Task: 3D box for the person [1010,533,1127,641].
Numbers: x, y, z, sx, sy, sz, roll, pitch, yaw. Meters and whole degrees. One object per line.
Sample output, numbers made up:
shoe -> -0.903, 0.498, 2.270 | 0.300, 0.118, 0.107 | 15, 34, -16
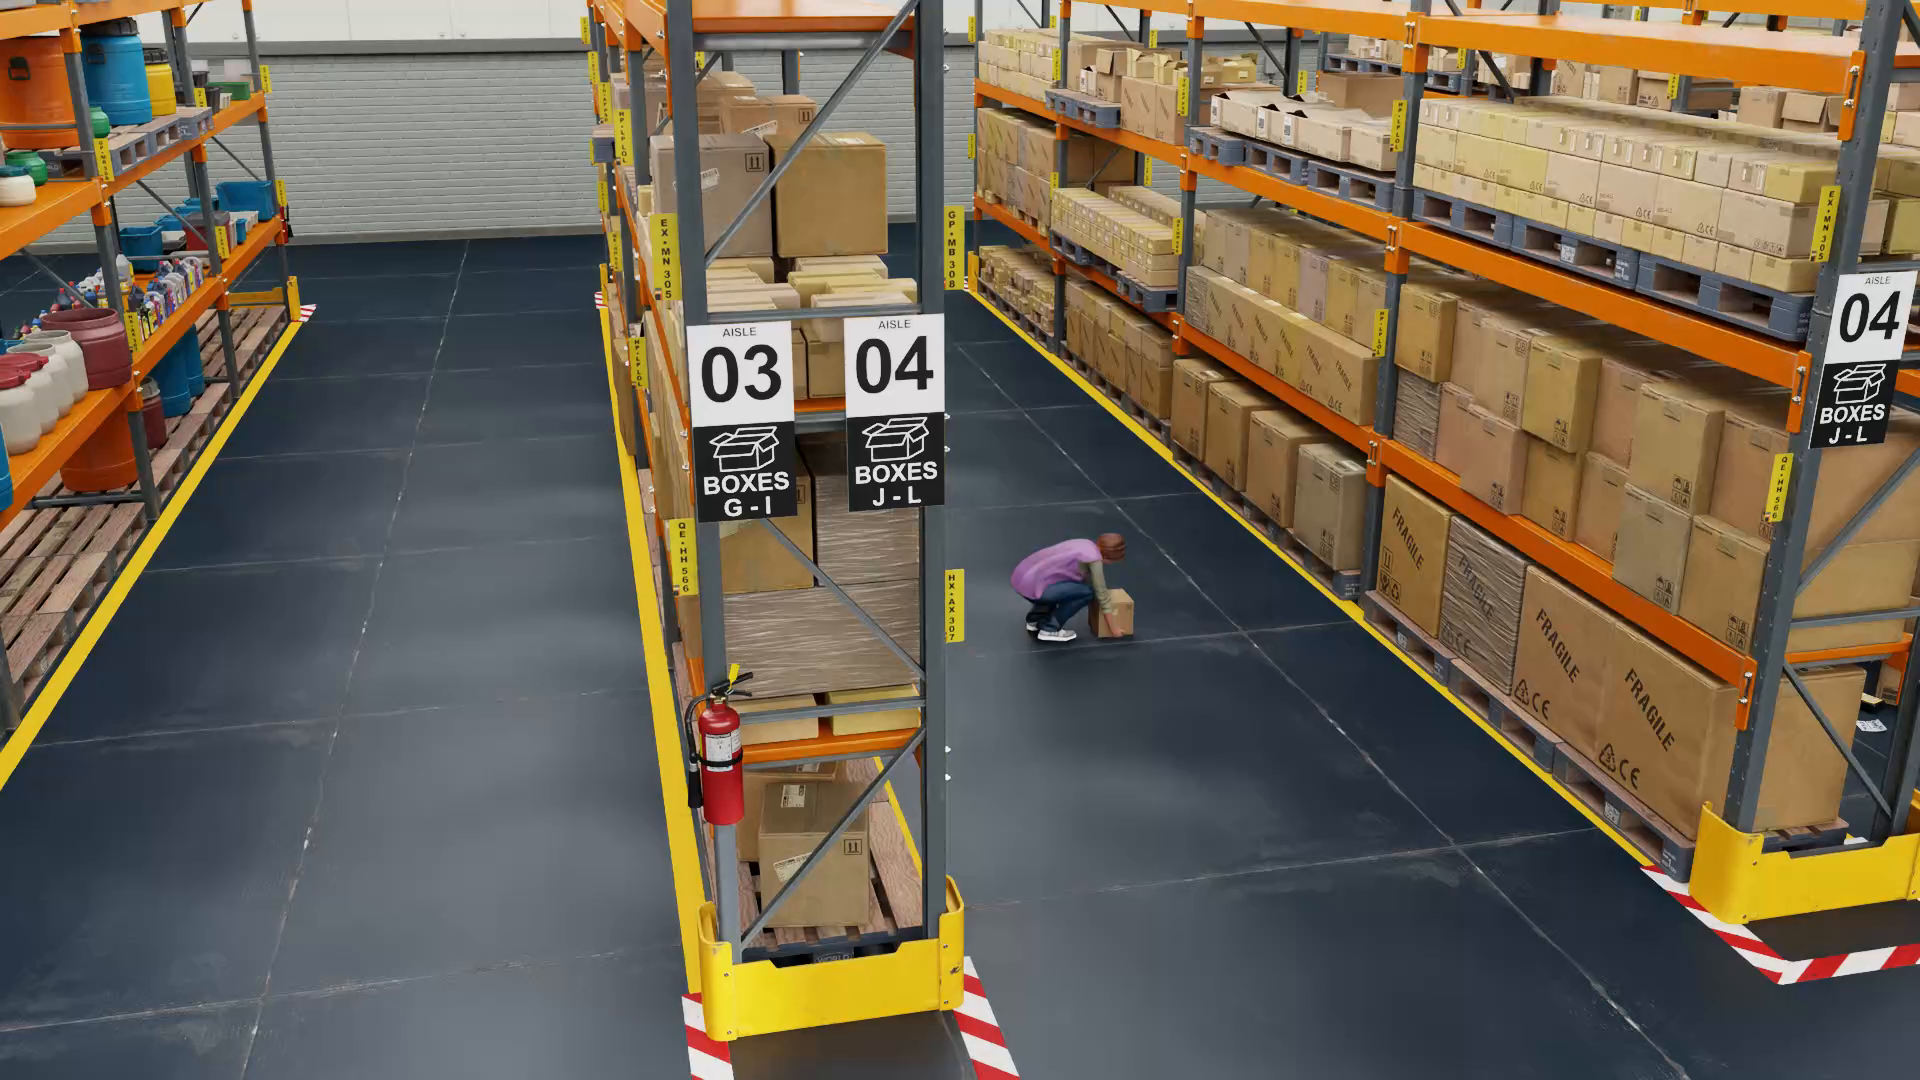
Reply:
person -> 0.756, 0.345, 11.537 | 0.841, 0.757, 0.427 | -5, 20, -13
